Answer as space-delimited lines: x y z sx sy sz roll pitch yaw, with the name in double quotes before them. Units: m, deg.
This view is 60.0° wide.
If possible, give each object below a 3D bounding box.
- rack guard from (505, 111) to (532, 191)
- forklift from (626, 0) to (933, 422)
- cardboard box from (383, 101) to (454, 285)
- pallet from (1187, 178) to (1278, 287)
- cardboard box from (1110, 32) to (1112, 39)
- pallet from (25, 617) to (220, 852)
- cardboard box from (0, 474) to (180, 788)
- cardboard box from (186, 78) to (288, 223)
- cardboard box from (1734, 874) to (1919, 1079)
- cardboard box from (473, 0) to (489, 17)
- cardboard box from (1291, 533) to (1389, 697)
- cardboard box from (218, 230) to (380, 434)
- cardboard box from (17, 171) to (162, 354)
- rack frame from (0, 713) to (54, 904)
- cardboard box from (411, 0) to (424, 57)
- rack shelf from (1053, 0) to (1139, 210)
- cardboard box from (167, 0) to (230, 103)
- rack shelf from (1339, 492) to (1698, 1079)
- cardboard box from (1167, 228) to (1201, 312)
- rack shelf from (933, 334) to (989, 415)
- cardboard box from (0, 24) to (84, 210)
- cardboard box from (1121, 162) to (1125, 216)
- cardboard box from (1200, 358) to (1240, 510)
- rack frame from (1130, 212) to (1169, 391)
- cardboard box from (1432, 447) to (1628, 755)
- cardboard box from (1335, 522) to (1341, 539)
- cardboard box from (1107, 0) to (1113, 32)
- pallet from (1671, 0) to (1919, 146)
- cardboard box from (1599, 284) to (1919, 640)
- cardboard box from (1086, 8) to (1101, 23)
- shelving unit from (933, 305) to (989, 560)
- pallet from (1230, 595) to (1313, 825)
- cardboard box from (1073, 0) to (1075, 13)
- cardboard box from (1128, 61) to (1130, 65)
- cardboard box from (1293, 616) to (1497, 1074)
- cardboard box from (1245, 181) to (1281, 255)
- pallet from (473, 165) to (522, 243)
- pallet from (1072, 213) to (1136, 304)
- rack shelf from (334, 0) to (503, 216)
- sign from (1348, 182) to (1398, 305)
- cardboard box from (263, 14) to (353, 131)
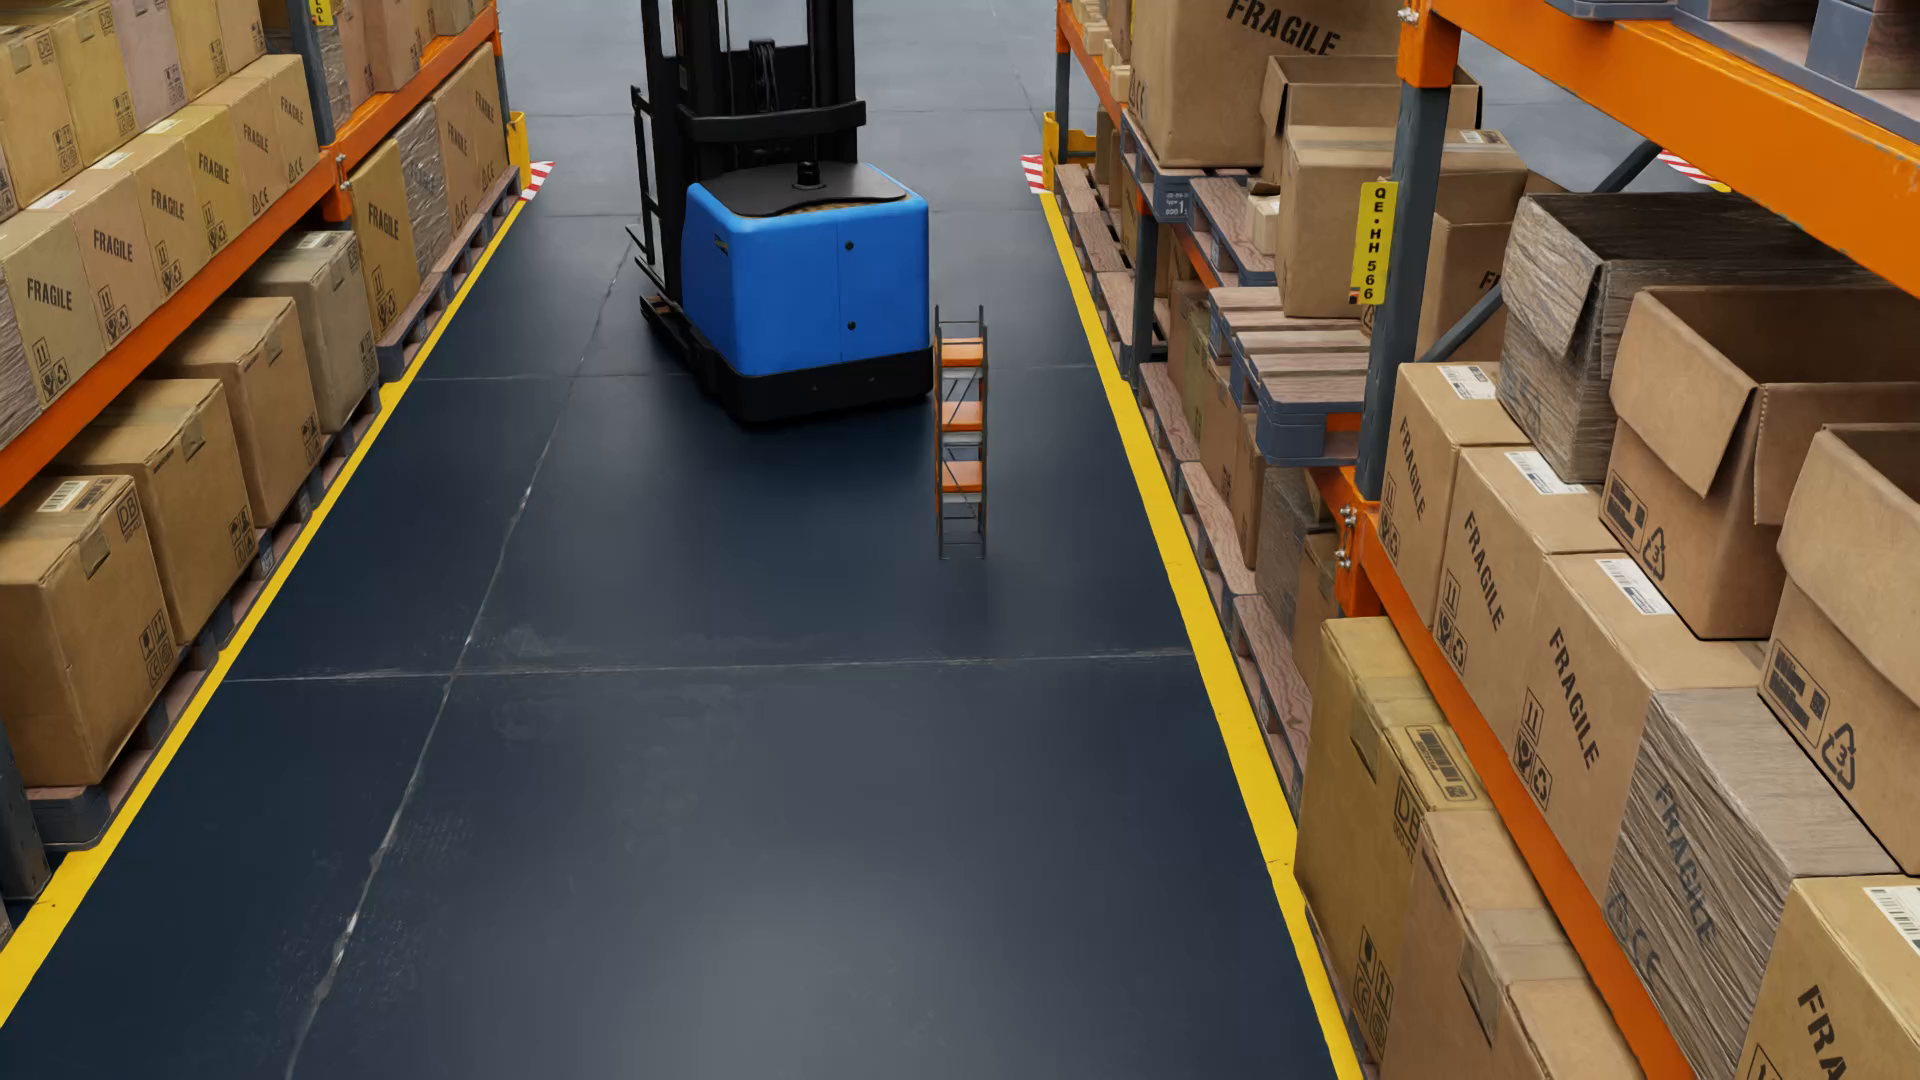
"rack guard" -3.762 -2.829 12.134 1.175 0.500 0.348 -1 28 -3
"forklift" -1.203 -2.540 8.950 1.130 2.935 3.031 -12 30 -21
"cardboard box" -3.566 -2.032 9.746 0.875 0.875 0.875 -1 28 -2
"pallet" 1.471 -1.133 6.387 1.003 0.211 1.213 -1 28 -3
"cardboard box" 1.101 -2.944 9.922 0.380 0.149 0.250 -1 28 -3
"pallet" -3.309 0.638 5.798 1.003 0.211 1.213 -1 28 -3
"cardboard box" -3.285 0.296 5.418 1.050 0.750 0.750 -2 28 -3
"cardboard box" -3.232 -1.656 7.073 0.500 0.500 0.500 -2 28 -3
"cardboard box" 1.474 0.818 2.329 0.500 0.500 0.500 -2 28 -3
"cardboard box" -3.697 -3.823 11.174 0.875 0.550 0.550 -1 28 -3
"cardboard box" 1.560 0.299 5.660 0.700 0.500 0.500 -3 28 -5
"cardboard box" -3.430 -0.984 7.871 1.050 0.750 0.750 -2 28 -3
"cardboard box" -3.153 -0.958 5.735 0.500 0.500 0.500 -1 28 -3
"rack frame" -3.343 -0.232 4.452 1.000 3.000 0.127 -1 28 -3
"cardboard box" -3.673 -3.064 9.719 0.875 0.550 0.500 -1 28 -3
"rack shelf" 1.302 -2.757 10.071 1.077 0.370 4.000 -1 28 -3
"cardboard box" -3.492 -2.100 6.844 0.700 0.500 0.500 -2 28 -3
"rack shelf" 1.719 0.937 2.987 1.077 0.370 4.000 -1 28 -3
"cardboard box" 1.425 -1.416 8.970 0.500 0.500 0.500 -2 28 -4
"rack shelf" 0.003 -0.683 6.834 0.215 0.259 0.240 -1 28 -3
"cardboard box" -3.414 -1.398 5.497 0.700 0.500 0.500 -2 28 -3
"cardboard box" 1.292 -2.224 10.520 0.500 0.500 0.500 1 28 2
"cardboard box" 1.452 -0.476 7.147 0.700 0.500 0.500 -4 28 -7
"rack frame" 1.406 -2.153 8.134 1.000 3.000 0.127 -1 28 -3
"cardboard box" 1.398 0.119 3.669 0.500 0.500 0.500 -2 28 -4
"cardboard box" 1.550 -0.033 5.487 0.500 0.250 0.500 0 28 -1
"cardboard box" 1.342 -3.230 9.770 0.875 0.500 0.500 -1 28 -3
"pallet" 1.763 -0.739 2.384 1.003 0.211 1.213 0 28 0
"cardboard box" 1.668 -0.155 3.111 0.797 0.503 0.637 -1 28 -1
"cardboard box" 1.006 -3.289 10.584 0.380 0.149 0.250 -1 28 -3
"shelving unit" 0.003 -0.441 6.960 0.215 1.050 0.252 -1 28 -3
"pallet" 1.576 0.570 5.929 1.003 0.211 1.213 -1 28 -3
"cardboard box" 0.968 -3.635 11.248 0.380 0.149 0.250 -1 28 -3
"cardboard box" 1.139 -2.597 9.258 0.380 0.149 0.250 -1 28 -3
"cardboard box" 1.630 0.770 4.374 1.225 0.875 0.875 -3 28 -5
"cardboard box" 1.258 -1.196 5.990 0.396 0.266 0.258 -2 28 -4
"pallet" -3.641 -2.323 11.476 1.003 0.211 1.213 -1 28 -3
"pallet" 1.269 -1.790 10.454 1.003 0.211 1.213 -1 28 -3
"rack shelf" -3.657 -2.684 9.931 1.077 0.370 4.000 -1 28 -3
"sign" 1.074 -0.766 4.309 0.100 0.325 0.005 -1 28 -3
"cardboard box" -3.584 -2.316 8.285 0.875 0.550 0.550 -1 28 -3
